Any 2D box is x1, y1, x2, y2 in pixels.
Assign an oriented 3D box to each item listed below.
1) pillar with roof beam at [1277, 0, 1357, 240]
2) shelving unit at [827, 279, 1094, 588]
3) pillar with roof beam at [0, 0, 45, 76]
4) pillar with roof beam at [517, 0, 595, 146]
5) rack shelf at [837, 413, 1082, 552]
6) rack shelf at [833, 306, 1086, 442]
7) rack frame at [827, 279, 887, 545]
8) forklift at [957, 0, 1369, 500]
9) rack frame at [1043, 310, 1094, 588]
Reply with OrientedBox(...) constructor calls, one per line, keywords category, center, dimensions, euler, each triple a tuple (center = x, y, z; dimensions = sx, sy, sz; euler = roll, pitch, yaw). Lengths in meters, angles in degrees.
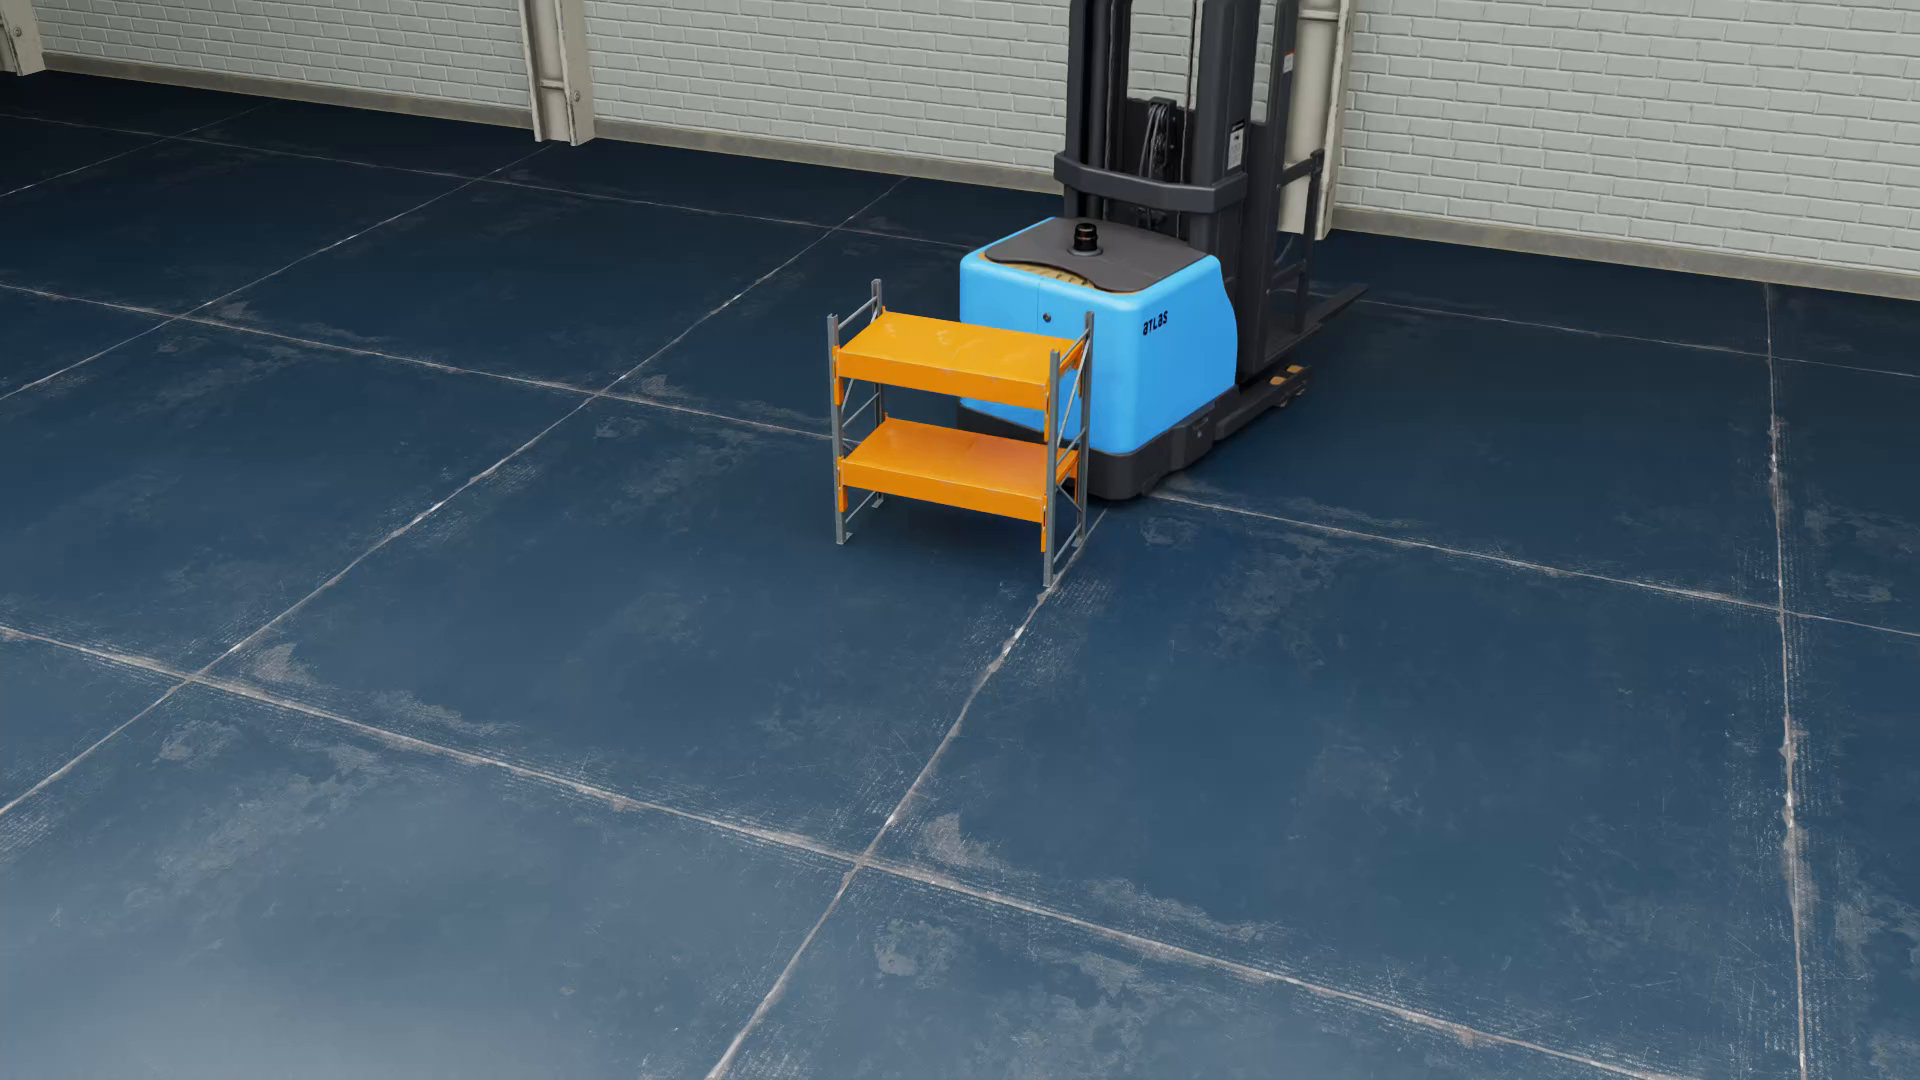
OrientedBox(category="pillar with roof beam", center=(0.737, -4.111, 5.878), dimensions=(0.400, 9.000, 9.100), euler=(11, 31, 19))
OrientedBox(category="shelving unit", center=(0.006, -0.488, 7.471), dimensions=(1.048, 1.125, 0.538), euler=(11, 31, 19))
OrientedBox(category="pillar with roof beam", center=(-10.382, -6.331, 9.806), dimensions=(0.400, 9.000, 9.100), euler=(11, 31, 19))
OrientedBox(category="pillar with roof beam", center=(-4.822, -5.221, 7.842), dimensions=(0.400, 9.000, 9.100), euler=(11, 31, 19))
OrientedBox(category="rack shelf", center=(0.006, -0.276, 7.591), dimensions=(1.000, 0.278, 0.538), euler=(11, 31, 19))
OrientedBox(category="rack shelf", center=(0.006, -0.743, 7.327), dimensions=(1.000, 0.278, 0.538), euler=(11, 31, 19))
OrientedBox(category="rack frame", center=(-0.465, -0.582, 7.637), dimensions=(0.032, 1.125, 0.500), euler=(11, 31, 19))
OrientedBox(category="forklift", center=(1.279, -2.130, 8.539), dimensions=(1.130, 2.935, 3.031), euler=(21, 36, 32))
OrientedBox(category="rack frame", center=(0.477, -0.394, 7.305), dimensions=(0.032, 1.125, 0.500), euler=(11, 31, 19))
